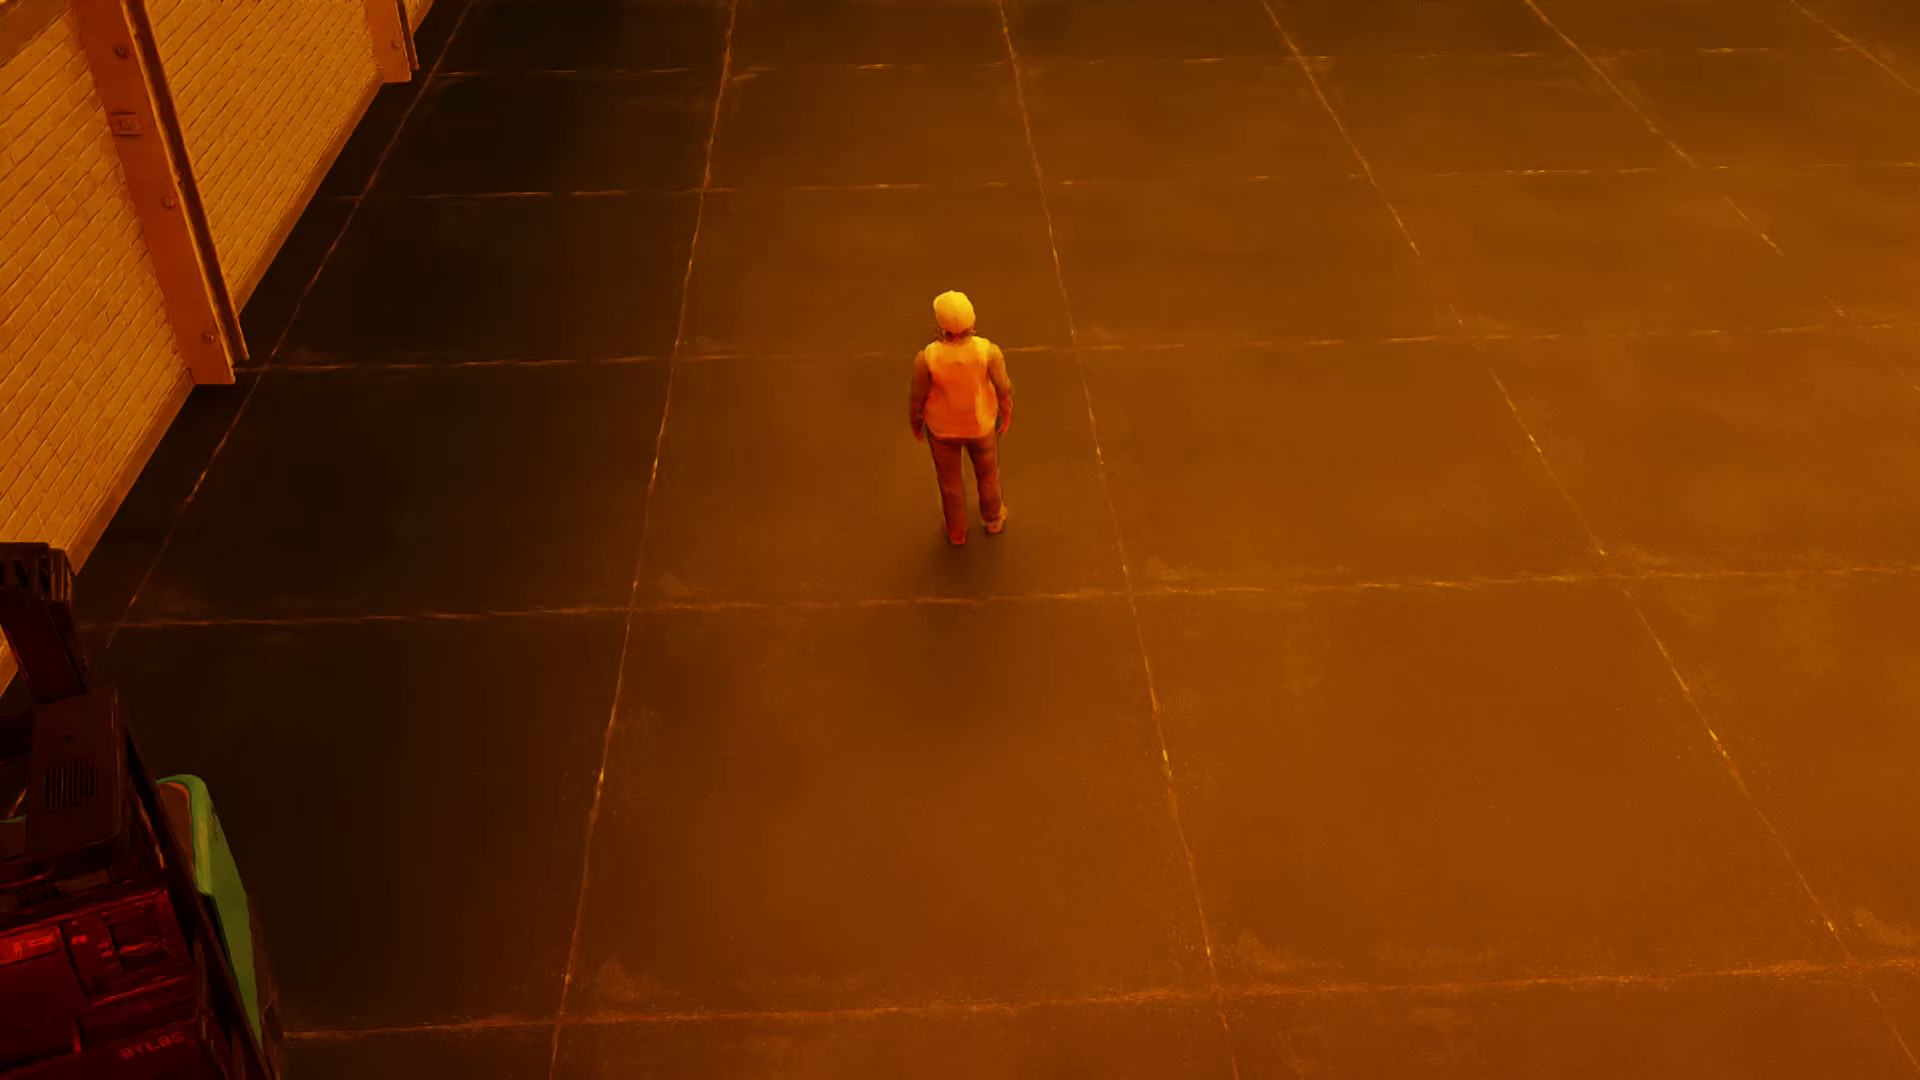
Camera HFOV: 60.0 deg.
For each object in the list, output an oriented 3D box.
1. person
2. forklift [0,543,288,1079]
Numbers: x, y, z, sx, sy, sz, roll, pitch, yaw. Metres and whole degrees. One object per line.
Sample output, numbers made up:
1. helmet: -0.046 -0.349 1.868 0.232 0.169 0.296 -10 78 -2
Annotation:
1. person: 0.005 -0.760 10.024 0.632 1.773 0.567 -2 36 -2
2. forklift: -3.223 1.600 5.813 1.130 2.935 3.031 -14 38 -18
